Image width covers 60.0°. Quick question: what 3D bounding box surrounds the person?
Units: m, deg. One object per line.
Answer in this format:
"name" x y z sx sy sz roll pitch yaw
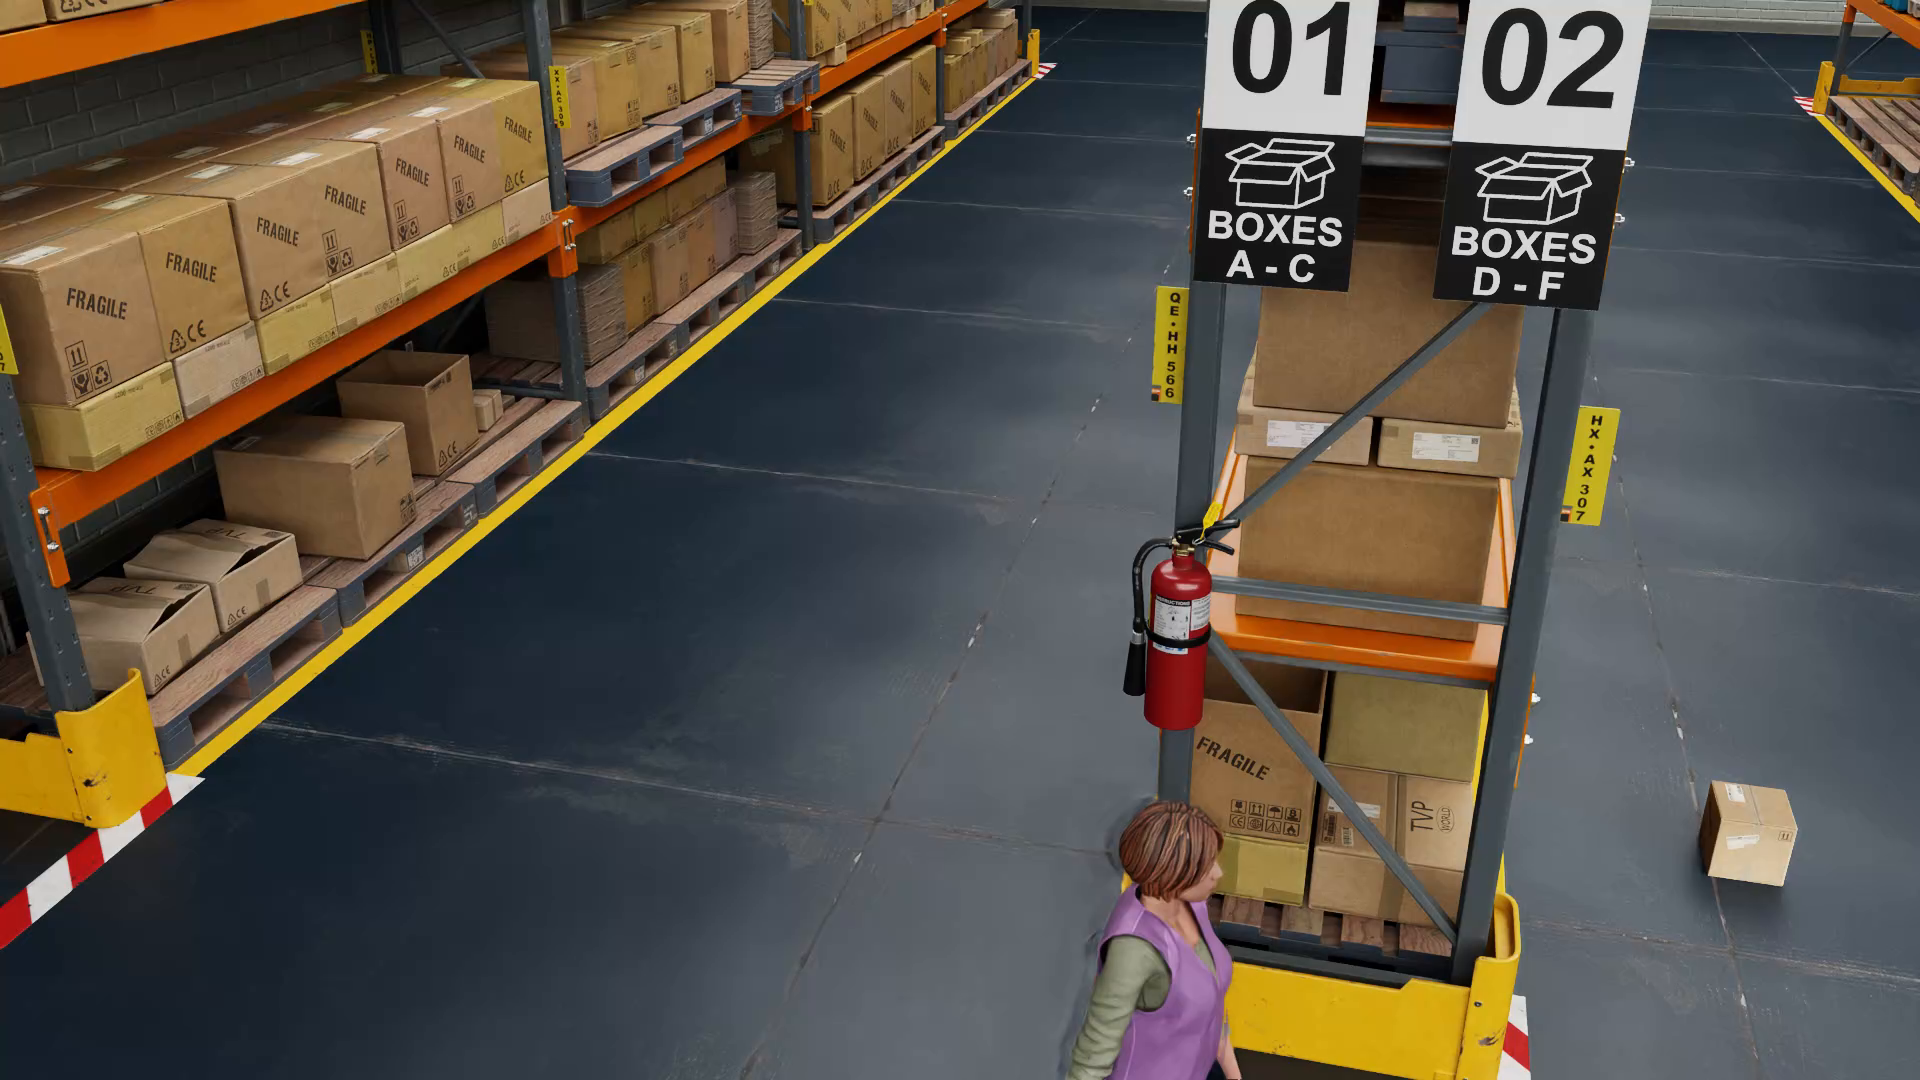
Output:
"person" 0.438 1.345 3.845 0.588 1.621 0.514 10 28 20
